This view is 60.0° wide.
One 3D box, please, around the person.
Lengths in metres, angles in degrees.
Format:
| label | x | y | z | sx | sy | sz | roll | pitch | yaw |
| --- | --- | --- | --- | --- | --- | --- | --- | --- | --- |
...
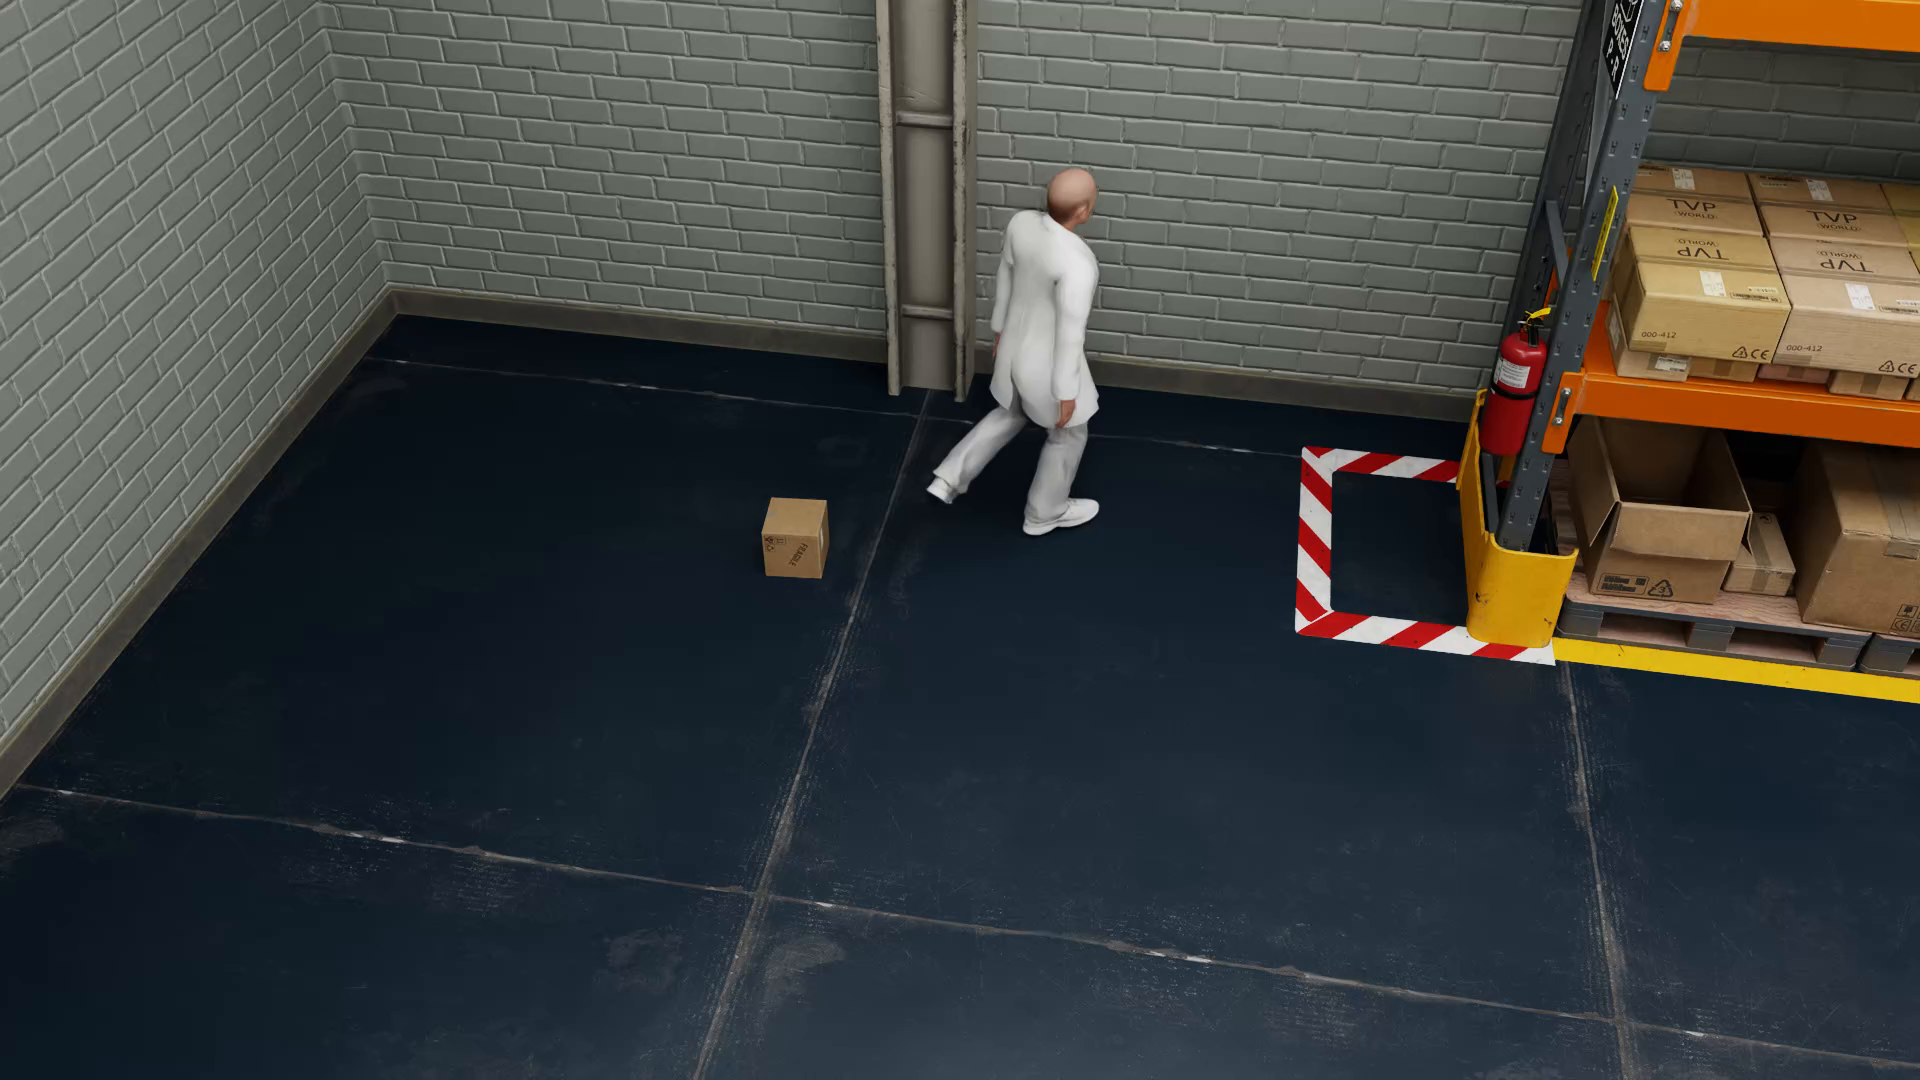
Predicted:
| label | x | y | z | sx | sy | sz | roll | pitch | yaw |
| --- | --- | --- | --- | --- | --- | --- | --- | --- | --- |
| person | 0.239 | -0.735 | 7.031 | 0.781 | 1.752 | 0.626 | -21 | 44 | -23 |
